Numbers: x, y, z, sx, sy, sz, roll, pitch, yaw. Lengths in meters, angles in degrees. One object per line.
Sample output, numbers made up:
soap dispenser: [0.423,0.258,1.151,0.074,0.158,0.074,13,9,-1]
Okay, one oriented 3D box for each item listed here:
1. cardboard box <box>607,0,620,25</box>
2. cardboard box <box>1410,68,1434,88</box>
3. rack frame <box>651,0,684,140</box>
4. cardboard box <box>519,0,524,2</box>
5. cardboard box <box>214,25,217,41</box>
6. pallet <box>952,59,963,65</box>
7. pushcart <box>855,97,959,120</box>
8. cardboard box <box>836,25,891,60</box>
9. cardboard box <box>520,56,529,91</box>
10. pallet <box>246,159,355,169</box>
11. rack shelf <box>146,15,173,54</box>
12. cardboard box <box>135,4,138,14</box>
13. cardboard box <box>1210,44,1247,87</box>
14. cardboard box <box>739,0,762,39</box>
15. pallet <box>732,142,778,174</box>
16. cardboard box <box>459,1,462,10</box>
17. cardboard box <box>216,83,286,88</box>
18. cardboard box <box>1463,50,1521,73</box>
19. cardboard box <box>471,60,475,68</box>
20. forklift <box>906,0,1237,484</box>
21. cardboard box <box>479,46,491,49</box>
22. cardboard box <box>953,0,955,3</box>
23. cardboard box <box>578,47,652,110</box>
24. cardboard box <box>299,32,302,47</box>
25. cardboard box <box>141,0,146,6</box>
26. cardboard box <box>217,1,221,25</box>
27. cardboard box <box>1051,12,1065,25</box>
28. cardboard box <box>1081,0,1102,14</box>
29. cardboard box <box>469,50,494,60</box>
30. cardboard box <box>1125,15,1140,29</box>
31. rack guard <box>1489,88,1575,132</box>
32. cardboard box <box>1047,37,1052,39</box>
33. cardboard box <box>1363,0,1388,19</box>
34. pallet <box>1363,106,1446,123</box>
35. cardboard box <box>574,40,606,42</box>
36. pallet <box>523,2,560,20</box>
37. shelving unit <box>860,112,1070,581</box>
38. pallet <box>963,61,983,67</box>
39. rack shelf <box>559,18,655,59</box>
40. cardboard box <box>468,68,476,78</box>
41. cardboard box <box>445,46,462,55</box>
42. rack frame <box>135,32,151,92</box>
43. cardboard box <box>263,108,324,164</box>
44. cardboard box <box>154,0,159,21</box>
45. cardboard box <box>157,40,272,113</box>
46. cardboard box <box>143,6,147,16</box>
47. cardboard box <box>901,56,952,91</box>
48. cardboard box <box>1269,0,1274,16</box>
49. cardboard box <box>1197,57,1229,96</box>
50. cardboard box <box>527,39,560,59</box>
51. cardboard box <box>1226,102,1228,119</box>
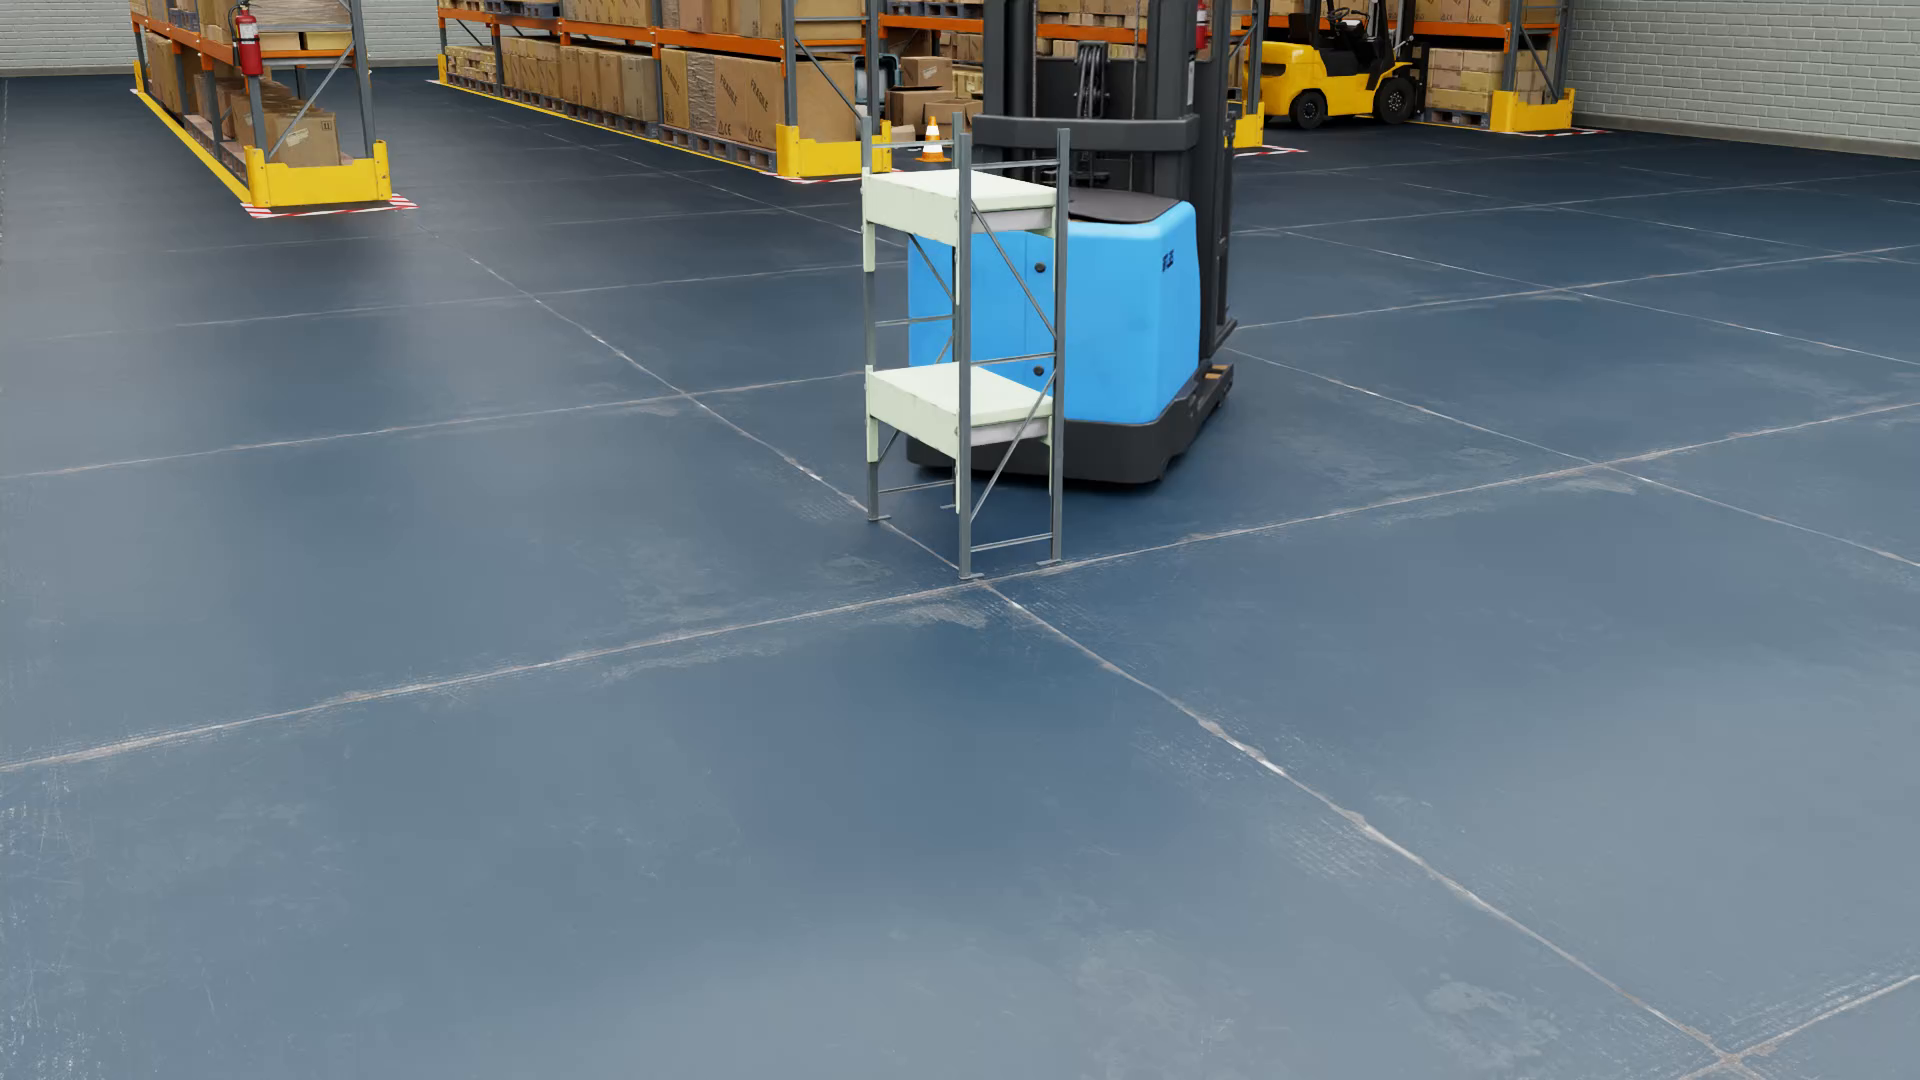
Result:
cardboard box: [-4.153,-6.780,21.029,0.500,0.500,0.500,-10,21,-26]
cardboard box: [6.386,-6.269,22.505,0.500,0.250,0.500,-11,22,-28]
rack frame: [-3.190,-6.334,19.890,1.000,3.000,0.127,-10,21,-27]
cardboard box: [-6.211,-7.927,24.248,0.380,0.149,0.250,-11,22,-29]
cardboard box: [-7.150,-5.013,16.446,0.380,0.149,0.250,-10,21,-27]
pallet: [0.202,-9.776,34.139,1.003,0.211,1.213,-10,21,-27]
pushcart: [-0.864,-5.523,21.559,0.936,0.377,1.648,16,25,39]
cardboard box: [-1.456,-7.940,27.158,0.875,0.875,0.875,-10,21,-26]
cardboard box: [-6.358,-7.095,25.282,0.500,0.500,0.500,-10,21,-26]
pallet: [-6.094,-3.389,15.630,1.003,0.211,1.213,-10,21,-27]
rack shelf: [-10.452,-6.978,22.857,1.077,0.370,4.000,-10,21,-27]
cardboard box: [-12.691,-8.327,26.049,0.380,0.149,0.250,-11,22,-28]
cardboard box: [4.507,-7.564,26.449,0.875,0.625,0.625,-11,22,-29]
cardboard box: [-1.787,-5.511,17.274,0.875,0.550,0.550,-10,21,-27]
pallet: [-1.739,-4.085,17.647,1.003,0.211,1.213,-10,21,-27]
cardboard box: [-8.342,-9.155,28.448,0.380,0.149,0.250,-10,22,-28]
cardboard box: [-8.085,-4.941,19.009,0.700,0.500,0.500,-10,21,-27]
cardboard box: [6.891,-6.207,21.560,0.500,0.250,0.500,-9,21,-25]
cardboard box: [-8.190,-8.213,28.606,0.380,0.149,0.250,-9,21,-24]
forklift: [0.711,-2.052,7.586,1.130,2.935,3.031,6,20,17]
cardboard box: [-8.345,-8.718,29.611,0.380,0.149,0.250,-10,21,-26]
cardboard box: [0.125,-7.702,23.593,0.380,0.149,0.250,-11,22,-29]
cardboard box: [-4.461,-6.179,22.244,1.050,0.750,0.750,-10,21,-26]
cardboard box: [-5.836,-4.596,15.236,0.380,0.149,0.250,-10,21,-27]
cardboard box: [-11.842,-8.048,24.629,0.500,0.250,0.500,-10,22,-28]
cardboard box: [-6.483,-5.072,15.623,0.875,0.500,0.500,-10,21,-27]
cardboard box: [1.391,-6.659,21.216,0.380,0.149,0.250,-9,21,-25]
cardboard box: [1.825,-6.720,20.398,0.500,0.500,0.500,-10,21,-26]
cardboard box: [-8.071,-8.188,28.076,0.380,0.149,0.250,-11,22,-29]
cardboard box: [2.182,-6.139,19.709,0.380,0.149,0.250,-10,21,-26]
rack guard: [7.396,-5.563,21.488,1.175,0.500,0.348,-10,21,-27]
cardboard box: [1.822,-9.308,30.703,0.380,0.149,0.250,-11,22,-28]
cardboard box: [5.969,-7.487,23.078,0.500,0.500,0.500,-10,22,-27]
pallet: [6.409,-5.997,23.186,1.003,0.211,1.213,-10,21,-27]
cardboard box: [-5.445,-7.235,24.539,0.500,0.250,0.500,-10,22,-27]
pallet: [-5.521,-7.580,23.794,1.213,0.211,1.003,-10,21,-27]
shelving unit: [0.003,-0.707,5.881,0.431,1.500,0.755,-10,21,-27]
pallet: [0.778,-9.426,33.126,1.003,0.211,1.213,-10,21,-27]
rack shelf: [-4.140,-6.569,21.671,1.077,0.370,4.000,-10,21,-27]
cardboard box: [-8.175,-7.988,28.409,0.380,0.149,0.250,-10,21,-27]
cardboard box: [-8.938,-8.708,29.584,0.380,0.149,0.250,-11,22,-29]
rack frame: [-13.301,-9.040,27.731,1.000,3.000,0.127,-10,21,-27]
cardboard box: [-6.299,-3.812,15.768,0.500,0.500,0.500,-4,20,-12]
cardboard box: [-10.677,-7.333,22.630,0.500,0.500,0.500,-10,21,-26]
cardboard box: [-9.812,-6.139,21.937,1.225,0.875,0.875,-11,22,-29]
cardboard box: [-11.835,-7.810,24.551,0.380,0.149,0.250,-10,21,-26]
cardboard box: [-0.434,-6.022,21.657,0.500,0.500,0.500,-10,21,-27]
cardboard box: [4.772,-8.077,25.170,0.500,0.250,0.500,-10,21,-27]
cardboard box: [2.866,-5.516,19.941,0.500,0.500,0.500,-11,22,-28]
cardboard box: [-6.122,-7.301,24.731,0.500,0.250,0.500,-9,21,-25]
cardboard box: [2.878,-5.155,20.044,0.500,0.250,0.500,-10,21,-27]
